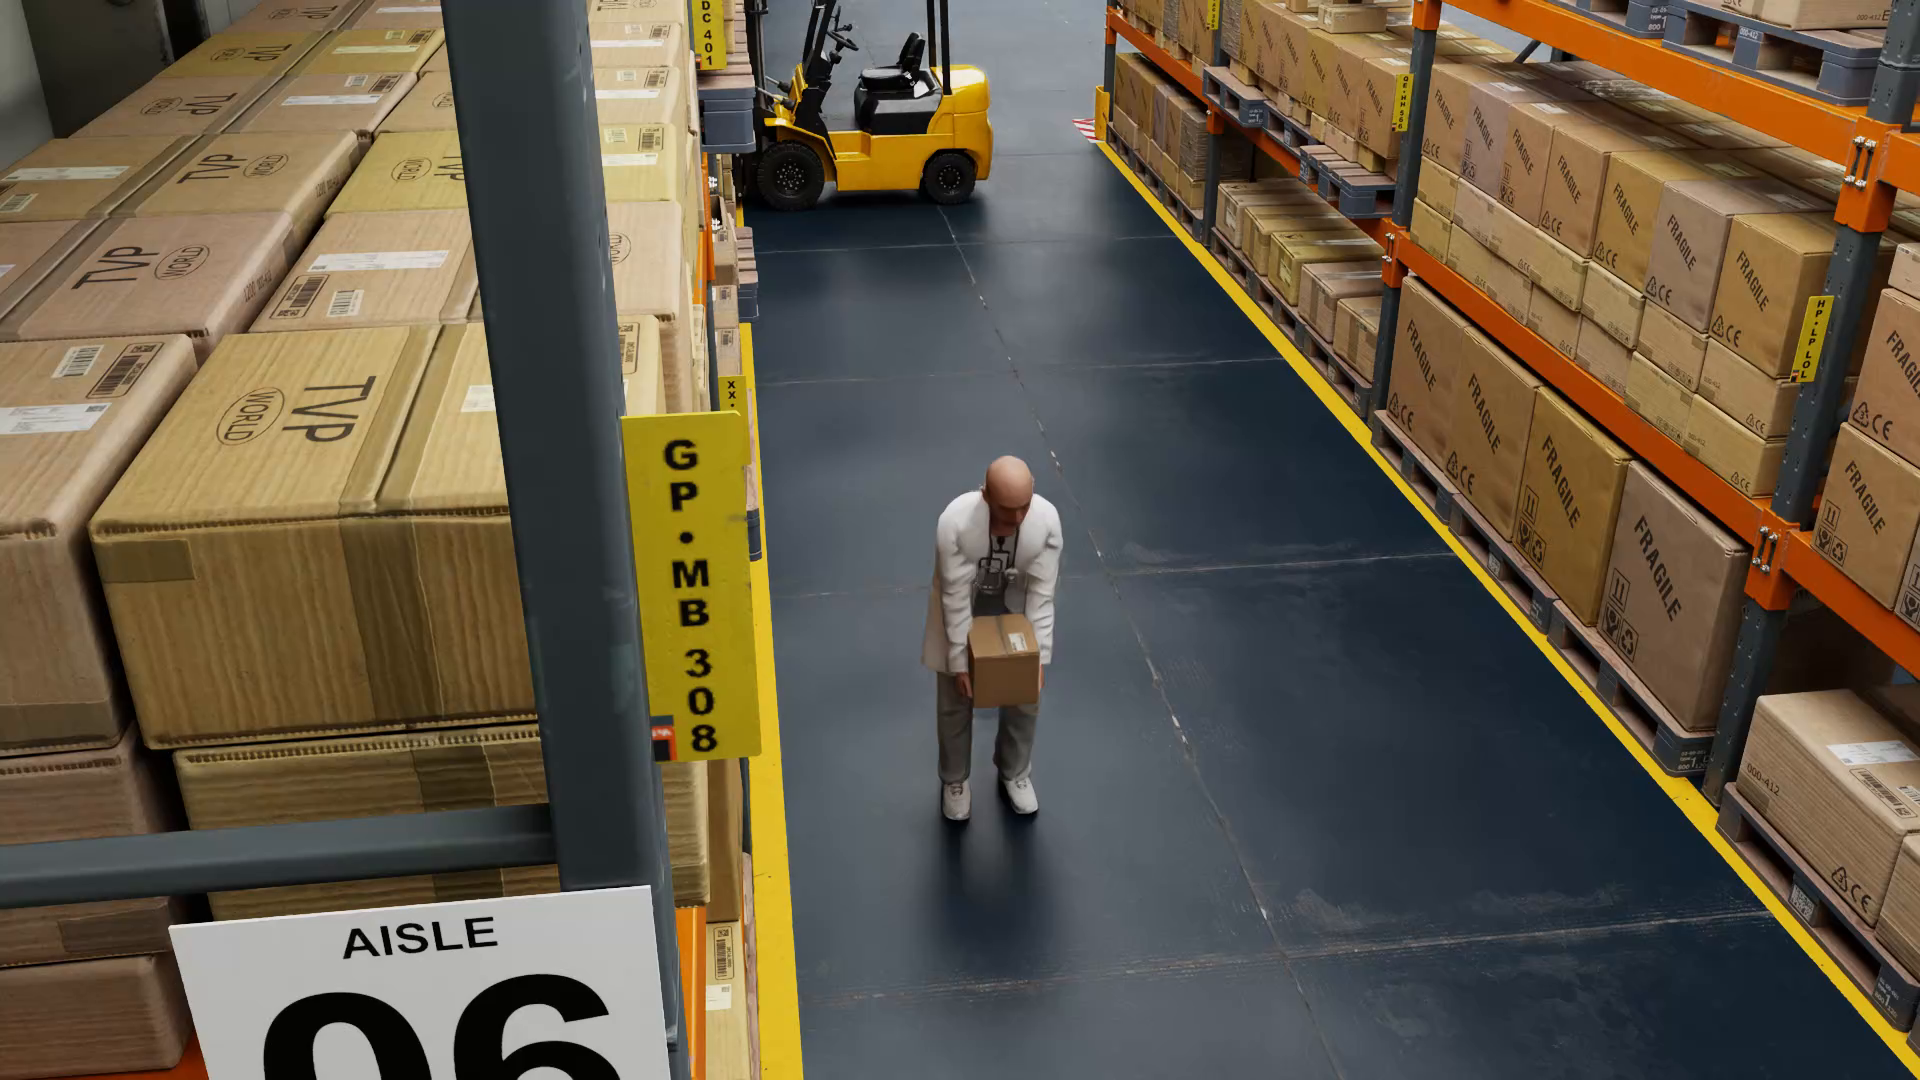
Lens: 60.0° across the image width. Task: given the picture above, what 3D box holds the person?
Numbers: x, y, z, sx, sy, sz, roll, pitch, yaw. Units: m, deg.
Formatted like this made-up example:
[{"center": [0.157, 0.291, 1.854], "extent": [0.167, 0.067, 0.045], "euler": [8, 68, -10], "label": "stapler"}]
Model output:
[{"center": [0.123, 0.369, 6.520], "extent": [0.540, 1.678, 0.628], "euler": [-4, 27, -8], "label": "person"}]
